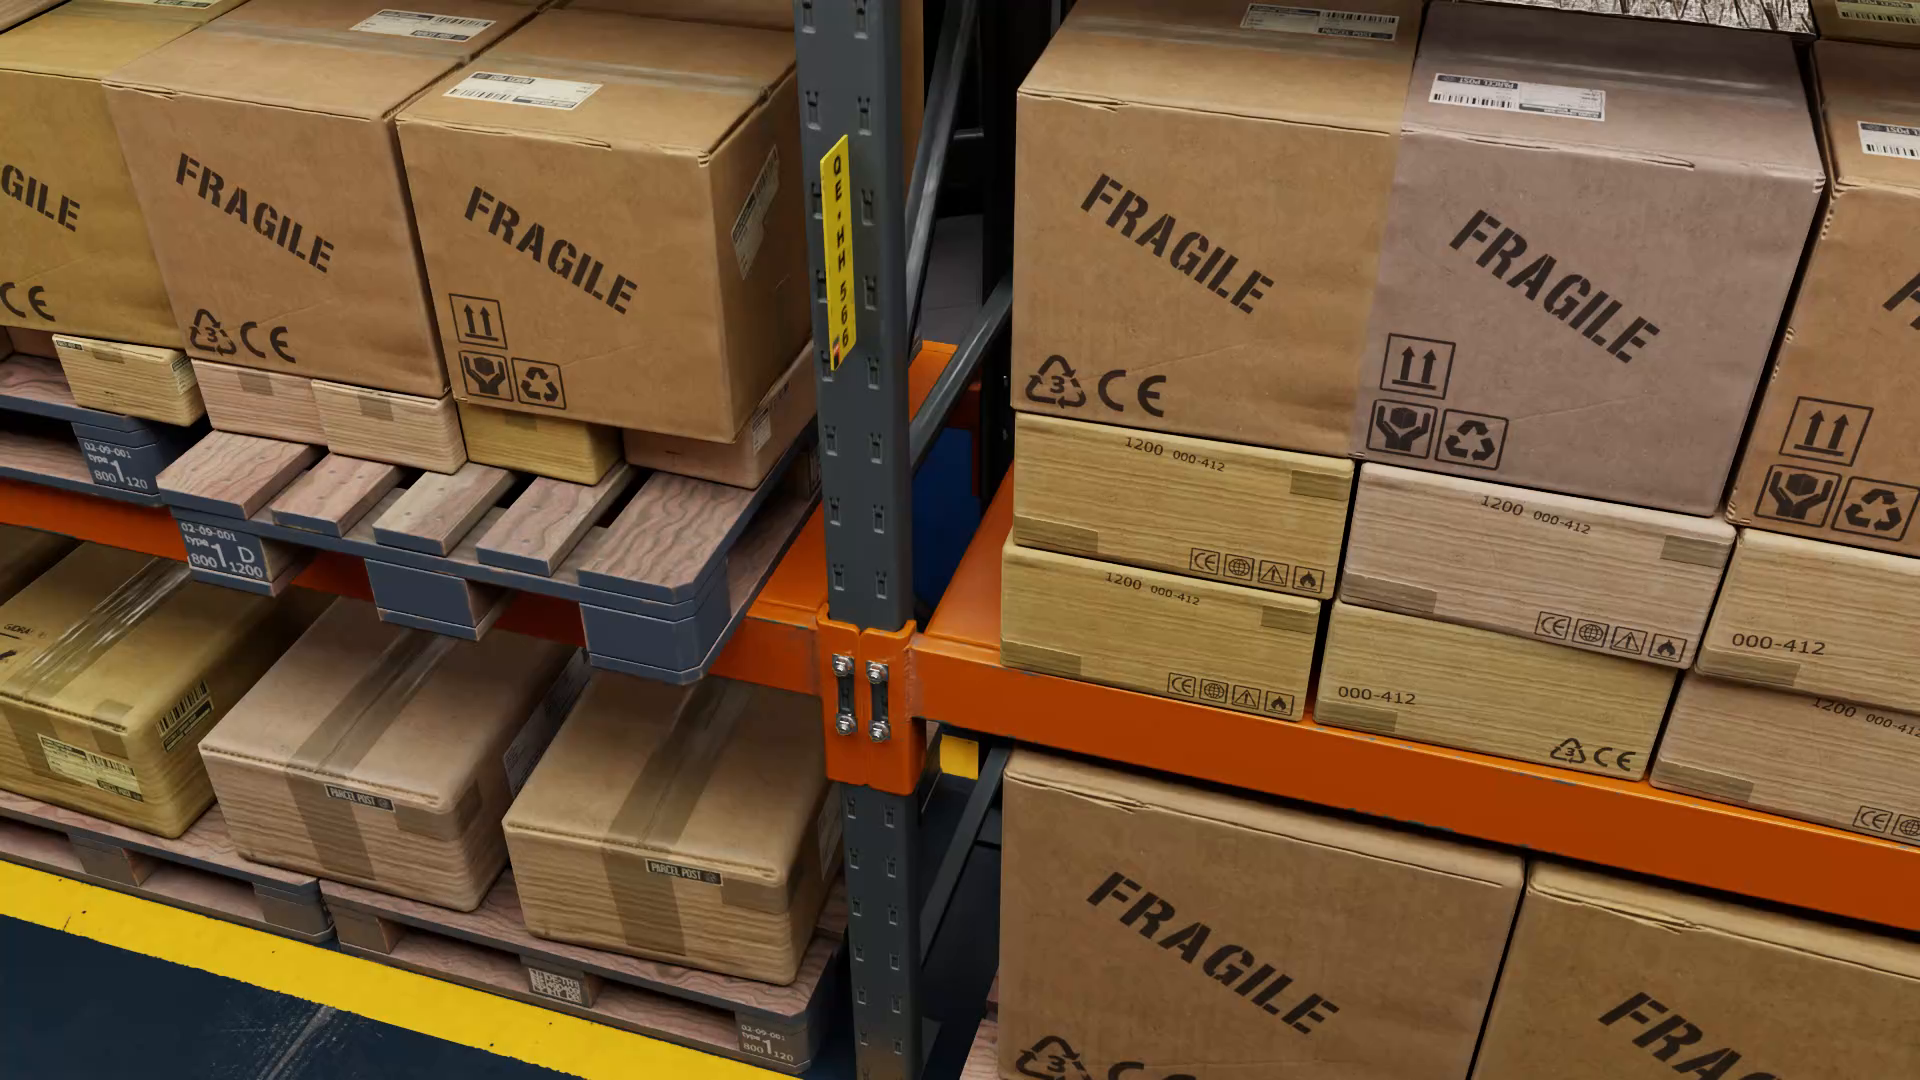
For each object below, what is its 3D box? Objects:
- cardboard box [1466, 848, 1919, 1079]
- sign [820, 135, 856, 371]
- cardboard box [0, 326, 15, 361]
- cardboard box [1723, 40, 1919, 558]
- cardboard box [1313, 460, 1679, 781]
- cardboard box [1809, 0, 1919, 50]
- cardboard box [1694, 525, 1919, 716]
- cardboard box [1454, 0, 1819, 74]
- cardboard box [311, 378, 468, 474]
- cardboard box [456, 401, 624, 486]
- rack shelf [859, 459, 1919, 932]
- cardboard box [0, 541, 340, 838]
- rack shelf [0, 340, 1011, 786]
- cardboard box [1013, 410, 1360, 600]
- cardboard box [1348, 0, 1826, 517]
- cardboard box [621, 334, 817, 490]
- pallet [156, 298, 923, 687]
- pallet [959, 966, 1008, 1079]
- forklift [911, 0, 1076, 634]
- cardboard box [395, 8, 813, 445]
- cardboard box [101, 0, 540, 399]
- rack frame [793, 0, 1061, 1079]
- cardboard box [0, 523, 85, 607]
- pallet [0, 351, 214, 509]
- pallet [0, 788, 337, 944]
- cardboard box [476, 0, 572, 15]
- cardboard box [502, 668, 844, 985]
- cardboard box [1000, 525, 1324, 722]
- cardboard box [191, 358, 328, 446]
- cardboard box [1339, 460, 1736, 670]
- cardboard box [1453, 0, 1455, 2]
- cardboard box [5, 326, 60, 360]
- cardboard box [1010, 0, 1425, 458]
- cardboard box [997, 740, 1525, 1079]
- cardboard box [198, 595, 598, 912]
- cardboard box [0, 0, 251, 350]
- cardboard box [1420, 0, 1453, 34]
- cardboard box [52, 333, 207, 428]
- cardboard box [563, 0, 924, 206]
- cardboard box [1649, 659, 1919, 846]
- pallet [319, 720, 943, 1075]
[{"bbox_3d":[1.467,0.738,3.155,0.875,0.875,0.875,11,38,14],"label":"cardboard box"},{"bbox_3d":[-0.170,-0.404,2.358,0.005,0.325,0.100,10,38,14],"label":"sign"},{"bbox_3d":[-1.903,-0.500,3.256,0.250,0.149,0.380,9,37,12],"label":"cardboard box"},{"bbox_3d":[1.346,-0.313,2.217,0.500,0.500,0.500,12,38,15],"label":"cardboard box"},{"bbox_3d":[0.870,0.092,2.721,0.500,0.250,0.500,9,37,13],"label":"cardboard box"},{"bbox_3d":[1.519,-0.600,2.607,0.500,0.500,0.500,11,38,14],"label":"cardboard box"},{"bbox_3d":[1.358,-0.002,2.428,0.500,0.250,0.500,10,38,14],"label":"cardboard box"},{"bbox_3d":[1.046,-0.691,2.731,0.500,0.500,0.500,11,38,15],"label":"cardboard box"},{"bbox_3d":[-0.932,-0.296,2.980,0.250,0.149,0.380,10,38,14],"label":"cardboard box"},{"bbox_3d":[-0.678,-0.277,2.954,0.250,0.149,0.380,11,38,15],"label":"cardboard box"},{"bbox_3d":[1.892,0.365,2.830,4.000,0.370,1.077,10,38,14],"label":"rack shelf"},{"bbox_3d":[-1.982,0.243,4.252,0.625,0.372,0.950,12,38,15],"label":"cardboard box"},{"bbox_3d":[-1.926,-0.342,3.791,4.000,0.370,1.077,10,38,14],"label":"rack shelf"},{"bbox_3d":[0.393,-0.190,2.682,0.500,0.250,0.500,10,38,14],"label":"cardboard box"},{"bbox_3d":[0.857,-0.413,2.353,0.500,0.500,0.500,11,38,14],"label":"cardboard box"},{"bbox_3d":[-0.400,-0.271,2.945,0.250,0.149,0.380,12,38,16],"label":"cardboard box"},{"bbox_3d":[-0.729,-0.266,3.243,1.003,0.211,1.213,10,38,14],"label":"pallet"},{"bbox_3d":[0.713,1.027,3.676,1.213,0.211,1.003,10,38,14],"label":"pallet"},{"bbox_3d":[-0.068,-1.589,4.936,1.130,2.935,3.031,-8,37,-11],"label":"forklift"},{"bbox_3d":[-0.534,-0.530,2.750,0.500,0.500,0.500,9,37,13],"label":"cardboard box"},{"bbox_3d":[-1.031,-0.615,2.866,0.500,0.500,0.500,10,38,13],"label":"cardboard box"},{"bbox_3d":[-0.017,-0.278,3.097,0.127,3.000,1.000,10,38,14],"label":"rack frame"},{"bbox_3d":[-2.647,0.121,4.418,0.625,0.372,0.950,13,38,17],"label":"cardboard box"},{"bbox_3d":[-1.919,-0.527,3.598,1.213,0.211,1.003,10,38,14],"label":"pallet"},{"bbox_3d":[-1.923,0.489,4.407,1.213,0.211,1.003,10,38,14],"label":"pallet"},{"bbox_3d":[-0.877,-0.906,3.260,0.500,0.500,0.500,12,38,16],"label":"cardboard box"},{"bbox_3d":[-0.554,0.506,3.895,0.625,0.372,0.950,8,37,11],"label":"cardboard box"},{"bbox_3d":[0.375,0.011,2.831,0.500,0.250,0.500,10,37,13],"label":"cardboard box"},{"bbox_3d":[-1.169,-0.345,3.046,0.250,0.149,0.380,9,37,12],"label":"cardboard box"},{"bbox_3d":[0.886,-0.098,2.557,0.500,0.250,0.500,11,38,15],"label":"cardboard box"},{"bbox_3d":[1.948,-2.302,6.969,0.500,0.250,0.500,9,37,12],"label":"cardboard box"},{"bbox_3d":[-1.639,-0.502,3.259,0.250,0.149,0.380,11,38,14],"label":"cardboard box"},{"bbox_3d":[0.381,-0.495,2.465,0.500,0.500,0.500,9,37,12],"label":"cardboard box"},{"bbox_3d":[0.617,0.578,3.373,0.875,0.875,0.875,10,38,13],"label":"cardboard box"},{"bbox_3d":[-1.260,0.380,4.066,0.625,0.372,0.950,10,37,13],"label":"cardboard box"},{"bbox_3d":[-1.513,-0.704,2.986,0.500,0.500,0.500,8,37,11],"label":"cardboard box"},{"bbox_3d":[0.554,-0.777,2.848,0.500,0.500,0.500,10,37,13],"label":"cardboard box"},{"bbox_3d":[-1.436,-0.386,3.102,0.250,0.149,0.380,11,38,15],"label":"cardboard box"},{"bbox_3d":[-0.378,-0.818,3.141,0.500,0.500,0.500,9,37,13],"label":"cardboard box"},{"bbox_3d":[1.369,0.188,2.590,0.500,0.250,0.500,12,38,15],"label":"cardboard box"},{"bbox_3d":[-0.763,0.706,4.112,1.213,0.211,1.003,10,38,14],"label":"pallet"}]
